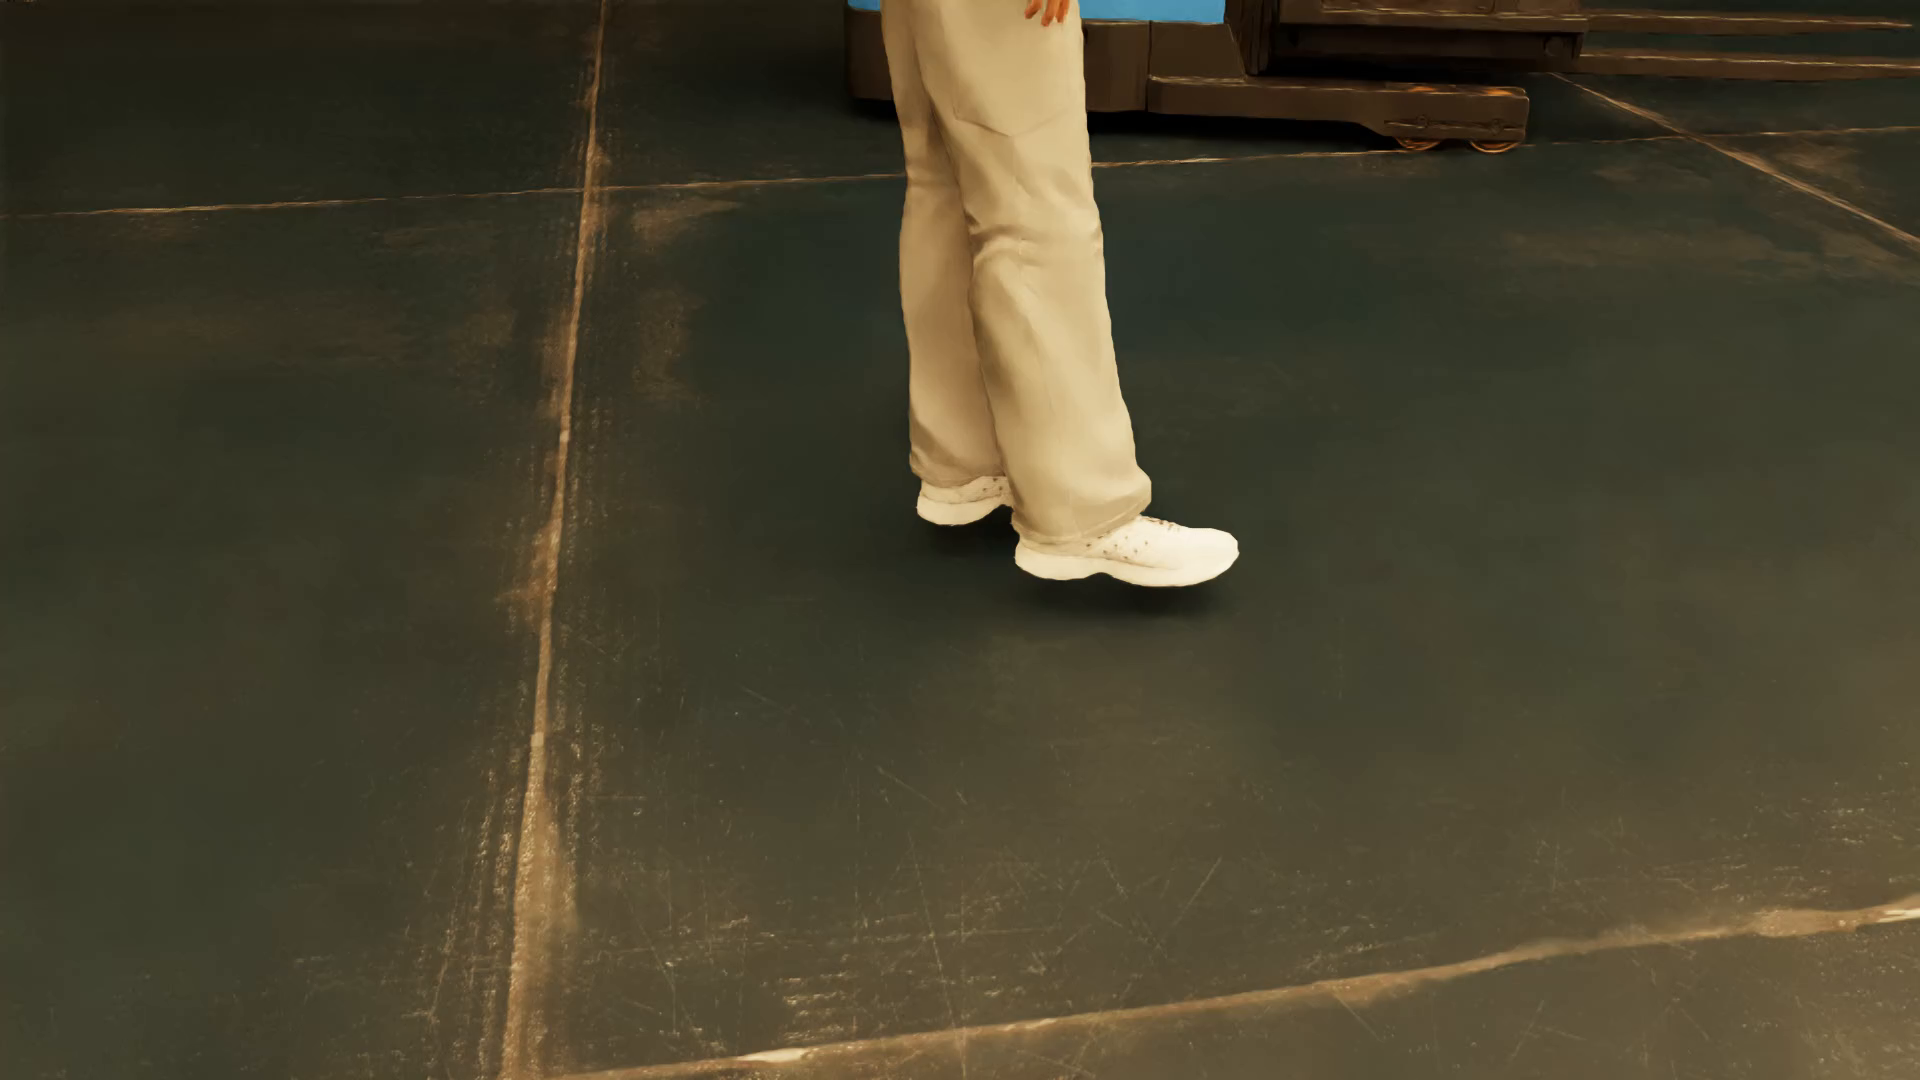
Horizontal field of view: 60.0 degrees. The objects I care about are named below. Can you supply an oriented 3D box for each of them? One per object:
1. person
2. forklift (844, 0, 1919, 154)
[{"bbox_3d":[0.082,-0.777,2.089,0.534,1.662,0.550,-5,28,-9],"label":"person"},{"bbox_3d":[1.240,-2.598,4.269,3.031,2.935,1.130,5,28,9],"label":"forklift"}]
